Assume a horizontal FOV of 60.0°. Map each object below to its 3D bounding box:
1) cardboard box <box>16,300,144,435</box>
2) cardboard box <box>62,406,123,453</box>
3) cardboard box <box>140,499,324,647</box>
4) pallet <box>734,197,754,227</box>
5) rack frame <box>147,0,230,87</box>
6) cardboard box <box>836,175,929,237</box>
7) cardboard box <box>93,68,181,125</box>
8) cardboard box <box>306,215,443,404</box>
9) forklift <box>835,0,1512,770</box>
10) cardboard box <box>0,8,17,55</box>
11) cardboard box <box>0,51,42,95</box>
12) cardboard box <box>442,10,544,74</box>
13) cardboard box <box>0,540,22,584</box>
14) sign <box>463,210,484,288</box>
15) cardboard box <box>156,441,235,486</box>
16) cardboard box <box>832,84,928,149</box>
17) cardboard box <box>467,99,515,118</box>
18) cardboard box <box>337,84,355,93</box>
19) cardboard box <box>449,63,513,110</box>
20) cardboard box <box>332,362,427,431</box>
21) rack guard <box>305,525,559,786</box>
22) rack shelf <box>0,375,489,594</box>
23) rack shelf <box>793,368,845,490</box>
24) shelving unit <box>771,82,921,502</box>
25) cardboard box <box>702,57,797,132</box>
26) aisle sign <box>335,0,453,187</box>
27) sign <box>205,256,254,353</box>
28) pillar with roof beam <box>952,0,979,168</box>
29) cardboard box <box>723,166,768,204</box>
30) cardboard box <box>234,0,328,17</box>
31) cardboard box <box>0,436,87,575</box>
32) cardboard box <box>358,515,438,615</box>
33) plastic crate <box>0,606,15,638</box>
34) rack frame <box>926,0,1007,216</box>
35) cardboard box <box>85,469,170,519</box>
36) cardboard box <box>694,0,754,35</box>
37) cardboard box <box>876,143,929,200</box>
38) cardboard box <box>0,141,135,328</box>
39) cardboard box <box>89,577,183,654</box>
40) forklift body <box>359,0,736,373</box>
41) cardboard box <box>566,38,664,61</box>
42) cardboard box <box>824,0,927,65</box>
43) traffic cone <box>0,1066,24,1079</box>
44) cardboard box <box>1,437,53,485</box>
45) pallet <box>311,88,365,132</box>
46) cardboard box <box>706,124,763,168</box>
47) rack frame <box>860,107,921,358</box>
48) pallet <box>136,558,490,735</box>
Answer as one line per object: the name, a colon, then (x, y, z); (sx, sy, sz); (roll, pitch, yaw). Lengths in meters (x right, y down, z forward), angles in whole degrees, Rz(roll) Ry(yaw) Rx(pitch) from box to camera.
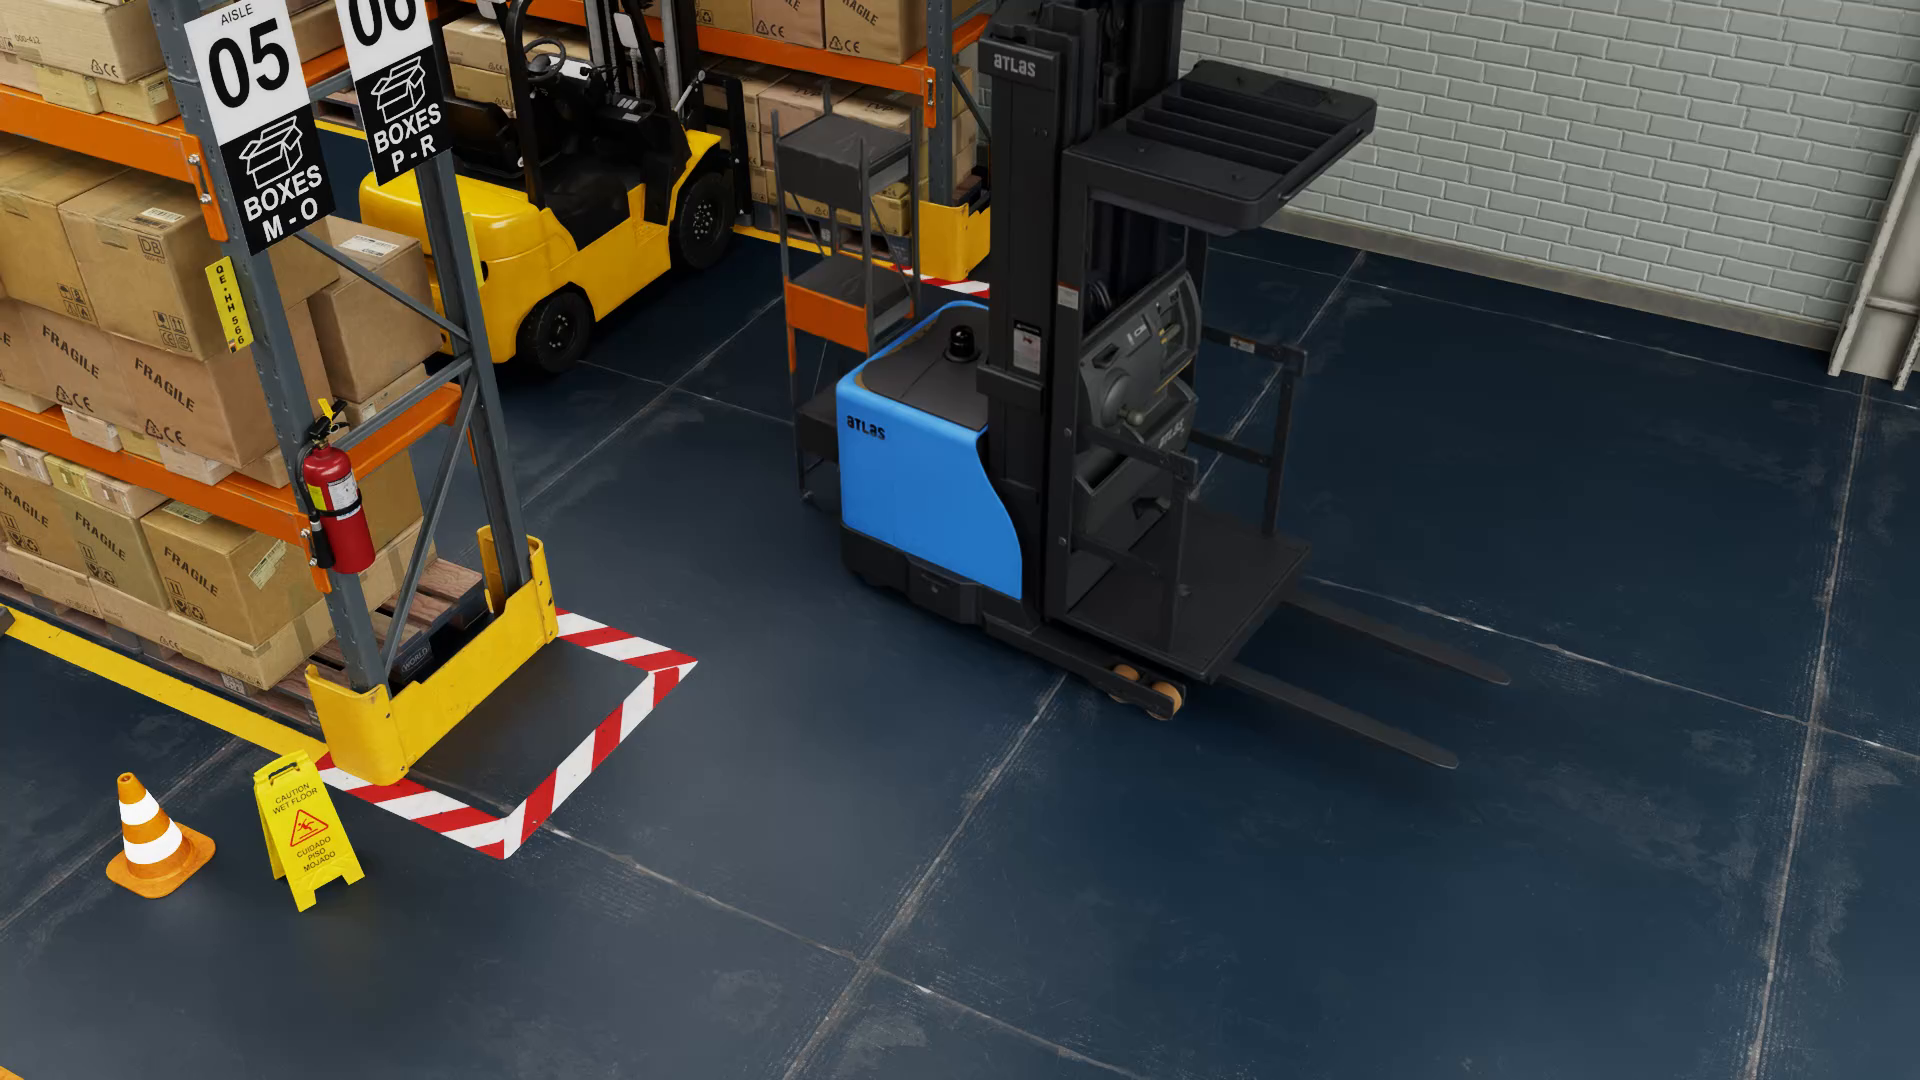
cardboard box: (-3.242, -0.800, 6.514); (0.500, 0.500, 0.500); (17, 41, 22)
cardboard box: (-3.357, -0.535, 6.702); (0.250, 0.149, 0.380); (18, 41, 22)
cardboard box: (-3.022, 0.049, 7.030); (0.500, 0.500, 0.500); (18, 41, 22)
pallet: (-1.689, -2.583, 11.497); (1.213, 0.211, 1.003); (17, 41, 21)
rack frame: (-2.191, -2.887, 4.630); (0.127, 3.000, 1.000); (17, 41, 21)
cardboard box: (-0.474, -2.196, 10.609); (0.500, 0.250, 0.500); (18, 41, 22)
cardboard box: (-2.636, -1.541, 5.546); (0.250, 0.149, 0.380); (18, 41, 22)
cardboard box: (-2.484, -0.936, 6.693); (0.500, 0.500, 0.500); (17, 40, 21)
forklift: (0.929, -0.752, 6.836); (3.031, 2.935, 1.130); (23, 43, 27)
cardboard box: (-3.209, -1.896, 5.684); (0.500, 0.250, 0.500); (17, 40, 21)
cardboard box: (-3.092, -1.685, 5.735); (0.250, 0.149, 0.380); (19, 41, 23)
cardboard box: (-3.178, -3.443, 11.424); (0.500, 0.250, 0.500); (17, 40, 21)
cardboard box: (-4.391, -0.084, 7.826); (0.500, 0.250, 0.500); (17, 40, 21)
sign: (-1.941, -1.133, 6.566); (0.005, 0.325, 0.100); (17, 41, 21)
cardboard box: (-2.897, -0.397, 6.520); (0.250, 0.149, 0.380); (17, 40, 21)
cardboard box: (-0.464, -2.594, 10.306); (0.500, 0.250, 0.500); (19, 41, 23)
cardboard box: (-3.186, -3.035, 11.714); (0.500, 0.250, 0.500); (18, 41, 22)
cardboard box: (-4.617, -3.856, 12.485); (0.625, 0.625, 0.875); (17, 40, 21)
cardboard box: (-3.176, -3.246, 11.579); (0.500, 0.250, 0.500); (17, 40, 21)
cardboard box: (-2.397, -0.603, 6.791); (0.250, 0.149, 0.380); (18, 41, 22)
rack guard: (-2.258, 0.477, 7.227); (0.348, 0.500, 1.175); (17, 41, 21)
rack shelf: (-3.967, -0.767, 7.394); (4.000, 0.370, 1.077); (17, 41, 21)
rack shelf: (-0.508, -0.482, 8.348); (0.480, 0.518, 0.431); (23, 43, 27)
shelving unit: (-0.508, -1.050, 7.916); (0.503, 2.100, 0.431); (23, 43, 27)
cardboard box: (-1.372, -2.868, 10.667); (0.500, 0.250, 0.500); (18, 41, 22)
aisle sign: (-1.993, -1.682, 5.854); (0.004, 0.787, 0.394); (17, 41, 21)
sign: (-2.464, -0.792, 5.613); (0.005, 0.325, 0.100); (17, 41, 21)
pillar with roof beam: (-2.095, -3.919, 5.990); (0.400, 9.000, 9.100); (17, 41, 21)
cardboard box: (-1.351, -2.484, 10.987); (0.500, 0.250, 0.500); (18, 41, 22)
cardboard box: (-2.515, -2.034, 5.865); (0.500, 0.250, 0.500); (17, 40, 21)
cardboard box: (-3.932, -0.238, 7.409); (0.500, 0.500, 0.500); (16, 40, 20)
cardboard box: (-2.780, 0.058, 7.639); (0.500, 0.250, 0.500); (17, 40, 21)
plastic crate: (-4.726, 0.430, 7.637); (0.583, 0.080, 0.402); (4, 37, 6)
rack frame: (0.089, -3.163, 9.956); (0.127, 3.000, 1.000); (17, 41, 21)
cardboard box: (-3.379, -0.275, 6.921); (0.250, 0.149, 0.380); (19, 41, 23)
cardboard box: (-1.381, -3.490, 10.304); (0.500, 0.500, 0.500); (17, 40, 21)
cardboard box: (-0.487, -2.402, 10.466); (0.500, 0.250, 0.500); (17, 40, 21)
cardboard box: (-3.191, -1.223, 6.245); (0.500, 0.500, 0.700); (18, 41, 22)
cardboard box: (-3.488, 0.202, 7.449); (0.500, 0.250, 0.500); (18, 41, 22)
forklift body: (-2.434, -2.373, 9.617); (1.214, 2.155, 2.313); (17, 41, 21)
cardboard box: (-2.281, -3.163, 11.056); (0.500, 0.250, 0.500); (19, 41, 23)
cardboard box: (-0.469, -3.199, 9.920); (0.500, 0.500, 0.500); (16, 40, 21)
traffic cone: (-3.374, 1.777, 5.546); (0.334, 0.463, 0.336); (17, 41, 21)
cardboard box: (-3.834, -0.421, 7.113); (0.250, 0.149, 0.380); (19, 41, 23)
pallet: (-4.135, -3.349, 12.507); (1.213, 0.211, 1.003); (17, 41, 21)
cardboard box: (-1.396, -2.679, 10.832); (0.500, 0.250, 0.500); (16, 40, 20)
rack frame: (-0.306, -0.967, 7.807); (0.015, 2.100, 0.400); (23, 43, 27)
pallet: (-2.963, 0.347, 7.637); (1.213, 0.211, 1.003); (17, 41, 21)
